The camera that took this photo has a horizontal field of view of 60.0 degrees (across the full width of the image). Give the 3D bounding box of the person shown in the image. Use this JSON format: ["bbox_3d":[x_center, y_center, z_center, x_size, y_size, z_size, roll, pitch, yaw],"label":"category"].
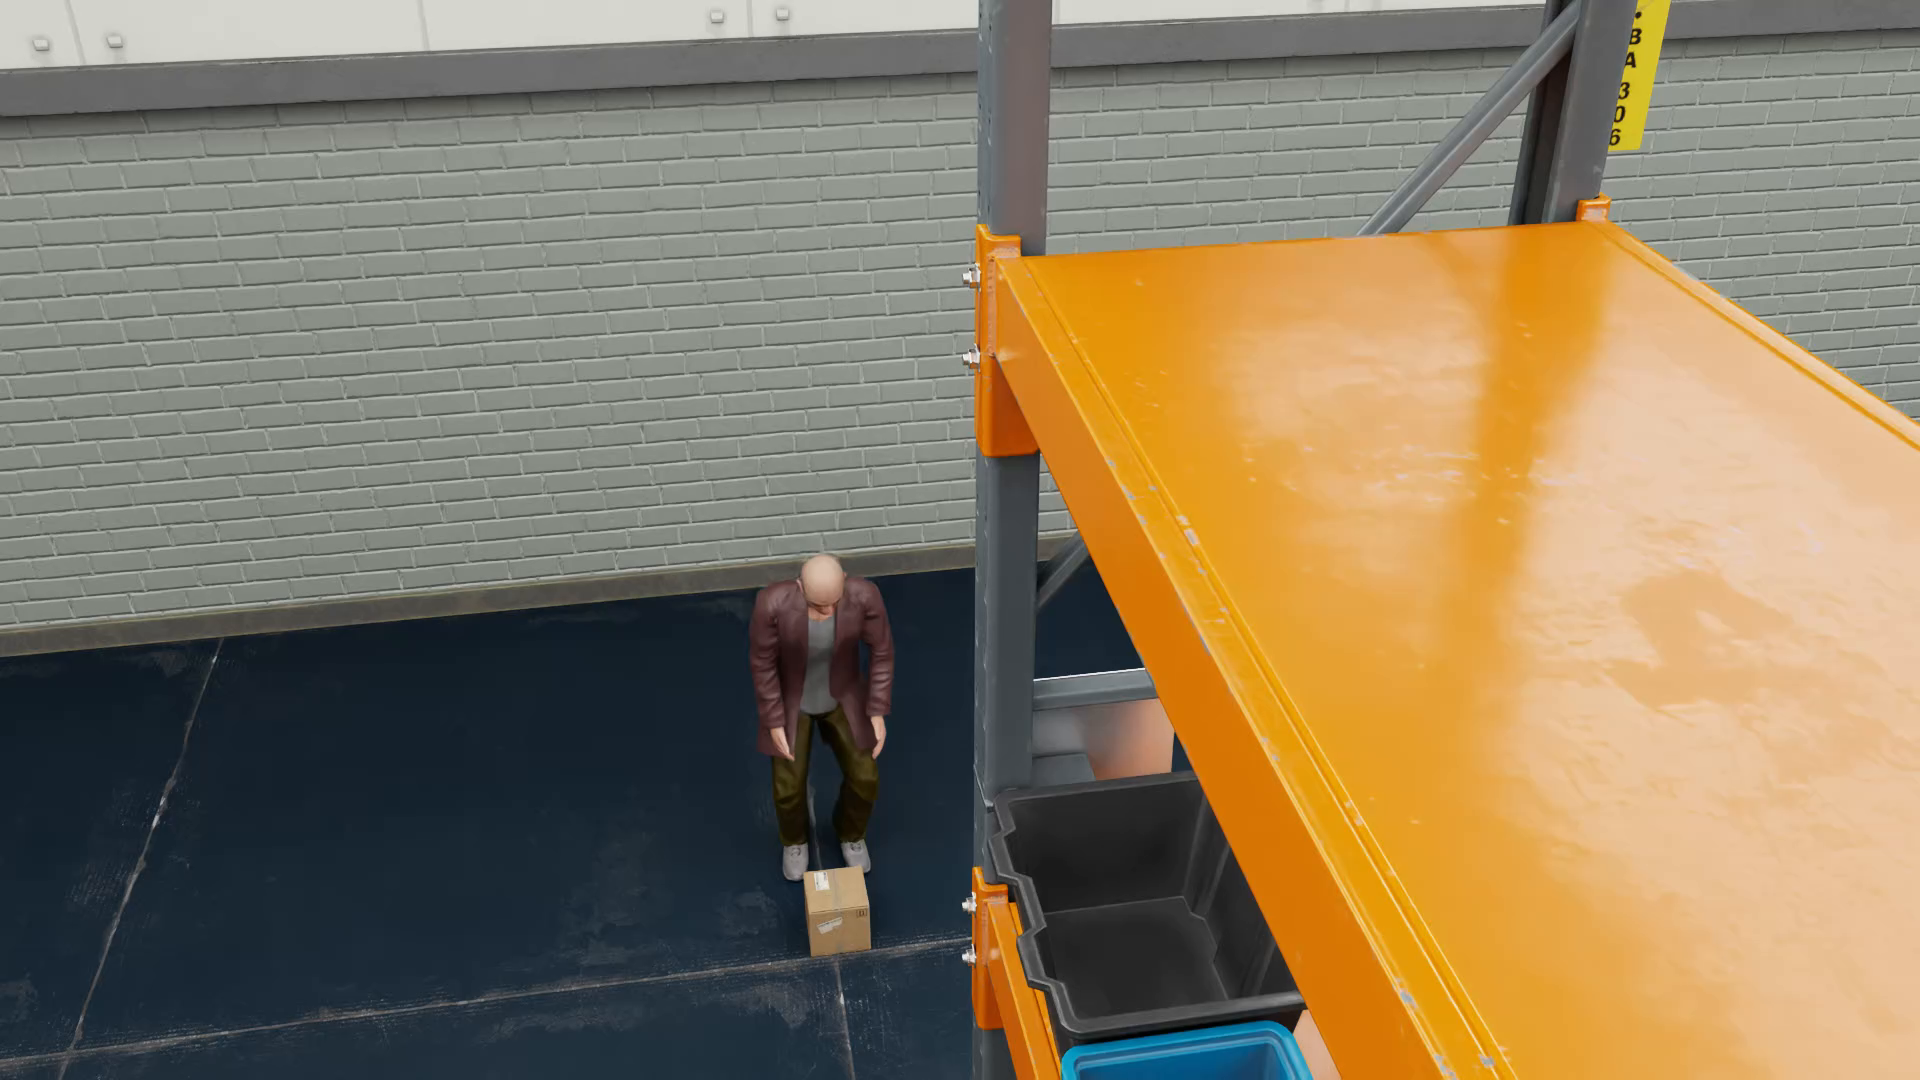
[{"bbox_3d":[-0.577,0.708,7.077,0.611,1.653,0.522,-5,31,-8],"label":"person"}]
